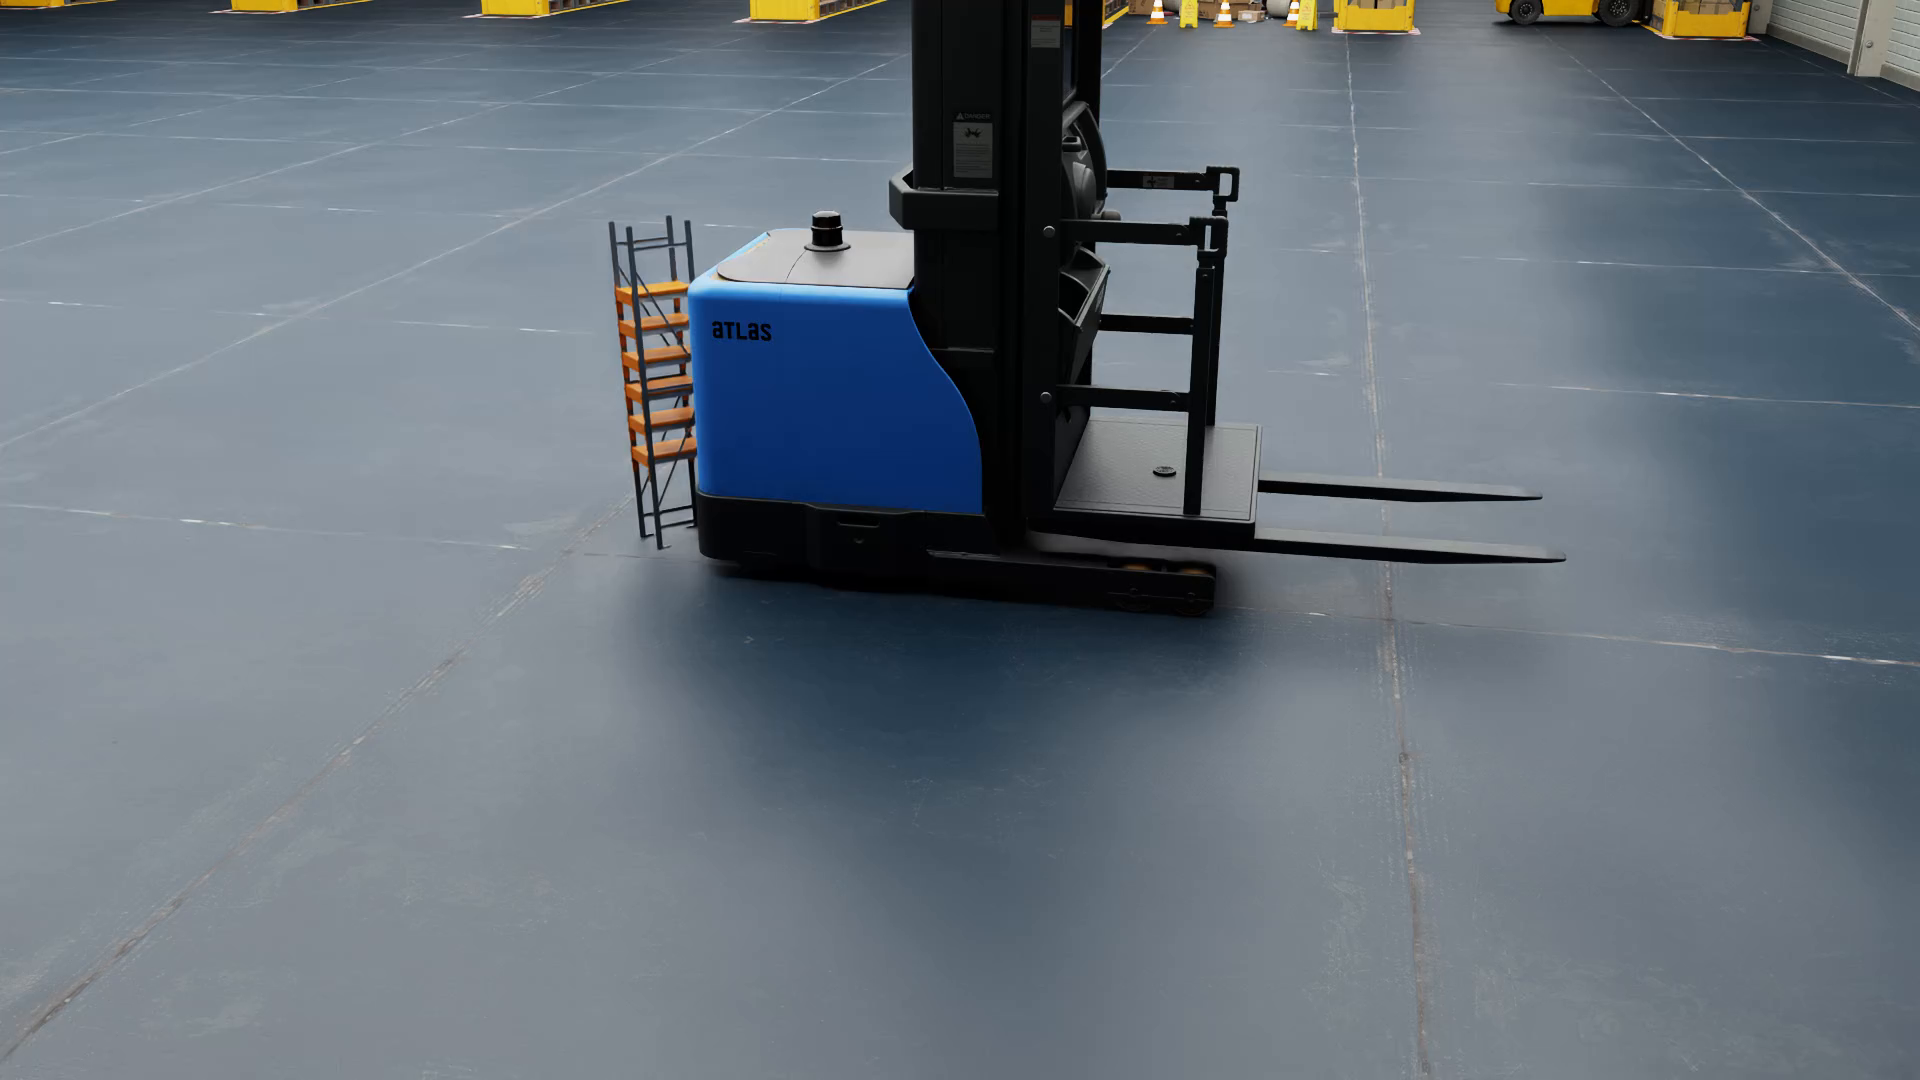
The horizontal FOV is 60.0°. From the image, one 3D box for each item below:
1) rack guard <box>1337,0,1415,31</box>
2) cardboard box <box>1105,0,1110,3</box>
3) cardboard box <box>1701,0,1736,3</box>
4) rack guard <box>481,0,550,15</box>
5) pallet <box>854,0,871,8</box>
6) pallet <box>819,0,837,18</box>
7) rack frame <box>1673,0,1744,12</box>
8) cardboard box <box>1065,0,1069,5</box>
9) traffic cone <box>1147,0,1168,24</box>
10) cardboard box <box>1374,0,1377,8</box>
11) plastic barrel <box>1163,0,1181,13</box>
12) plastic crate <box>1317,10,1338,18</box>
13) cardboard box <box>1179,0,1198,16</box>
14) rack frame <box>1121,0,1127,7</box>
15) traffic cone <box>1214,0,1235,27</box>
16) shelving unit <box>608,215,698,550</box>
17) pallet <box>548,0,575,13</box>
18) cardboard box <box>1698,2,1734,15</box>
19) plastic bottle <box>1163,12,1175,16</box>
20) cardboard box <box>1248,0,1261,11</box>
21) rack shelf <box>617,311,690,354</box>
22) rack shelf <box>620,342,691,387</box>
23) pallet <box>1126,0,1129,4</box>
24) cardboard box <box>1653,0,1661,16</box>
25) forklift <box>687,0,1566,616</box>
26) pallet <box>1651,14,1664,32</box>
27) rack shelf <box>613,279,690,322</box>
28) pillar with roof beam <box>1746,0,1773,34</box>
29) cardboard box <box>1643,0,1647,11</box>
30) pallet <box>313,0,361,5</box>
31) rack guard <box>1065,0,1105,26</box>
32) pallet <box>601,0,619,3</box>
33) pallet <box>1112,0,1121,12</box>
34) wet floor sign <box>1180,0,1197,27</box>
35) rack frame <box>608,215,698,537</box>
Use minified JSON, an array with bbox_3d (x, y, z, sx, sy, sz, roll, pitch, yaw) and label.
[{"bbox_3d":[6.683,-8.473,26.723,1.175,0.500,0.348,4,22,11],"label":"rack guard"},{"bbox_3d":[2.240,-10.063,29.605,0.875,0.875,0.875,5,22,11],"label":"cardboard box"},{"bbox_3d":[11.827,-8.535,25.980,0.500,0.250,0.500,5,22,12],"label":"cardboard box"},{"bbox_3d":[-7.913,-9.610,29.545,1.175,0.500,0.348,4,22,11],"label":"rack guard"},{"bbox_3d":[-2.320,-10.281,31.599,1.003,0.211,1.213,4,22,11],"label":"pallet"},{"bbox_3d":[-2.818,-9.389,29.383,1.003,0.211,1.213,4,22,11],"label":"pallet"},{"bbox_3d":[11.528,-9.228,25.250,1.000,3.000,0.127,4,22,11],"label":"rack frame"},{"bbox_3d":[1.875,-9.407,27.979,0.875,0.875,0.875,5,22,11],"label":"cardboard box"},{"bbox_3d":[3.300,-8.854,27.719,0.336,0.463,0.334,4,22,11],"label":"traffic cone"},{"bbox_3d":[7.314,-9.185,28.262,0.500,0.250,0.500,6,23,15],"label":"cardboard box"},{"bbox_3d":[3.888,-9.681,29.825,0.421,0.421,0.512,-16,27,-35],"label":"plastic barrel"},{"bbox_3d":[6.361,-9.202,29.094,0.402,0.080,0.583,-3,22,-8],"label":"plastic crate"},{"bbox_3d":[4.070,-9.371,29.265,0.396,0.266,0.258,8,23,20],"label":"cardboard box"},{"bbox_3d":[2.618,-11.408,30.664,1.000,3.000,0.127,4,22,11],"label":"rack frame"},{"bbox_3d":[4.337,-8.644,27.197,0.336,0.463,0.334,4,22,11],"label":"traffic cone"},{"bbox_3d":[-1.097,-0.578,6.168,0.258,1.200,0.189,-12,21,-28],"label":"shelving unit"},{"bbox_3d":[-7.742,-9.772,30.335,1.003,0.211,1.213,4,22,11],"label":"pallet"},{"bbox_3d":[11.819,-8.312,26.095,0.500,0.250,0.500,5,22,11],"label":"cardboard box"},{"bbox_3d":[3.643,-9.278,29.309,0.283,0.061,0.133,-3,22,-8],"label":"plastic bottle"},{"bbox_3d":[5.217,-9.665,29.996,0.258,0.266,0.396,-11,25,-26],"label":"cardboard box"},{"bbox_3d":[-1.104,-0.763,6.106,0.258,0.103,0.180,-12,21,-28],"label":"rack shelf"},{"bbox_3d":[-1.099,-0.650,6.144,0.258,0.103,0.180,-12,21,-28],"label":"rack shelf"},{"bbox_3d":[2.701,-10.402,31.900,1.003,0.211,1.213,4,22,11],"label":"pallet"},{"bbox_3d":[11.425,-8.524,26.622,0.500,0.250,0.500,4,22,11],"label":"cardboard box"},{"bbox_3d":[0.616,-1.315,5.696,3.031,2.935,1.130,4,22,10],"label":"forklift"},{"bbox_3d":[11.643,-8.217,26.474,1.003,0.211,1.213,4,22,11],"label":"pallet"},{"bbox_3d":[-1.108,-0.877,6.068,0.258,0.103,0.180,-12,21,-28],"label":"rack shelf"},{"bbox_3d":[8.338,-12.525,25.406,9.100,9.000,0.400,4,22,11],"label":"pillar with roof beam"},{"bbox_3d":[11.620,-8.898,27.550,0.500,0.250,0.500,5,23,13],"label":"cardboard box"},{"bbox_3d":[-12.365,-10.551,32.269,1.003,0.211,1.213,4,22,11],"label":"pallet"},{"bbox_3d":[1.796,-8.777,27.477,1.175,0.500,0.348,4,22,11],"label":"rack guard"},{"bbox_3d":[-7.244,-10.665,32.551,1.003,0.211,1.213,4,22,11],"label":"pallet"},{"bbox_3d":[2.386,-9.842,30.509,1.003,0.211,1.213,4,22,11],"label":"pallet"},{"bbox_3d":[3.734,-8.691,27.071,0.267,0.644,0.232,1,22,2],"label":"wet floor sign"},{"bbox_3d":[-1.143,-0.602,6.244,0.240,1.200,0.006,-12,21,-28],"label":"rack frame"}]
